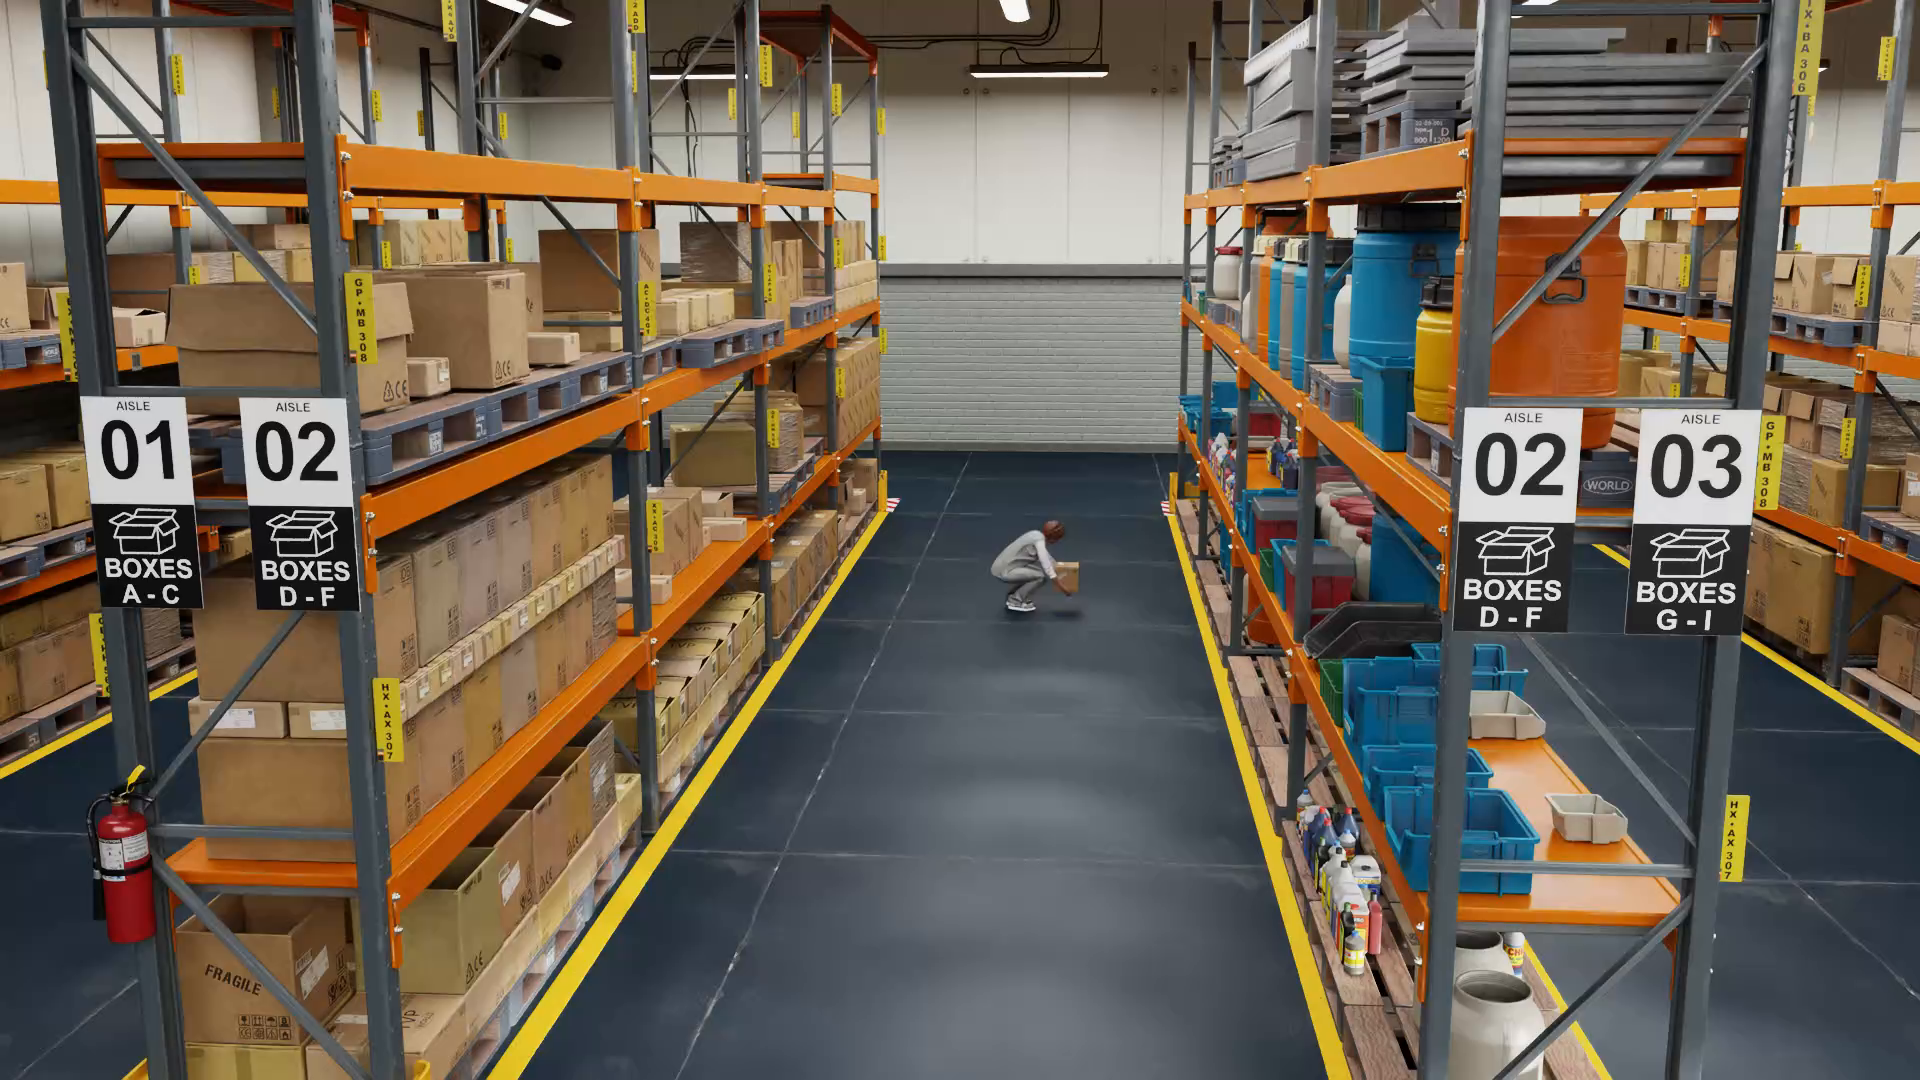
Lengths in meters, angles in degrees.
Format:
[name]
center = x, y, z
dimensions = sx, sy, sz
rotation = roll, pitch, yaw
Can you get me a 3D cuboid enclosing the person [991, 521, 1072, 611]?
[person]
center = 0.714, 0.257, 16.546
dimensions = 0.814, 0.875, 0.452
rotation = 1, 11, 4
